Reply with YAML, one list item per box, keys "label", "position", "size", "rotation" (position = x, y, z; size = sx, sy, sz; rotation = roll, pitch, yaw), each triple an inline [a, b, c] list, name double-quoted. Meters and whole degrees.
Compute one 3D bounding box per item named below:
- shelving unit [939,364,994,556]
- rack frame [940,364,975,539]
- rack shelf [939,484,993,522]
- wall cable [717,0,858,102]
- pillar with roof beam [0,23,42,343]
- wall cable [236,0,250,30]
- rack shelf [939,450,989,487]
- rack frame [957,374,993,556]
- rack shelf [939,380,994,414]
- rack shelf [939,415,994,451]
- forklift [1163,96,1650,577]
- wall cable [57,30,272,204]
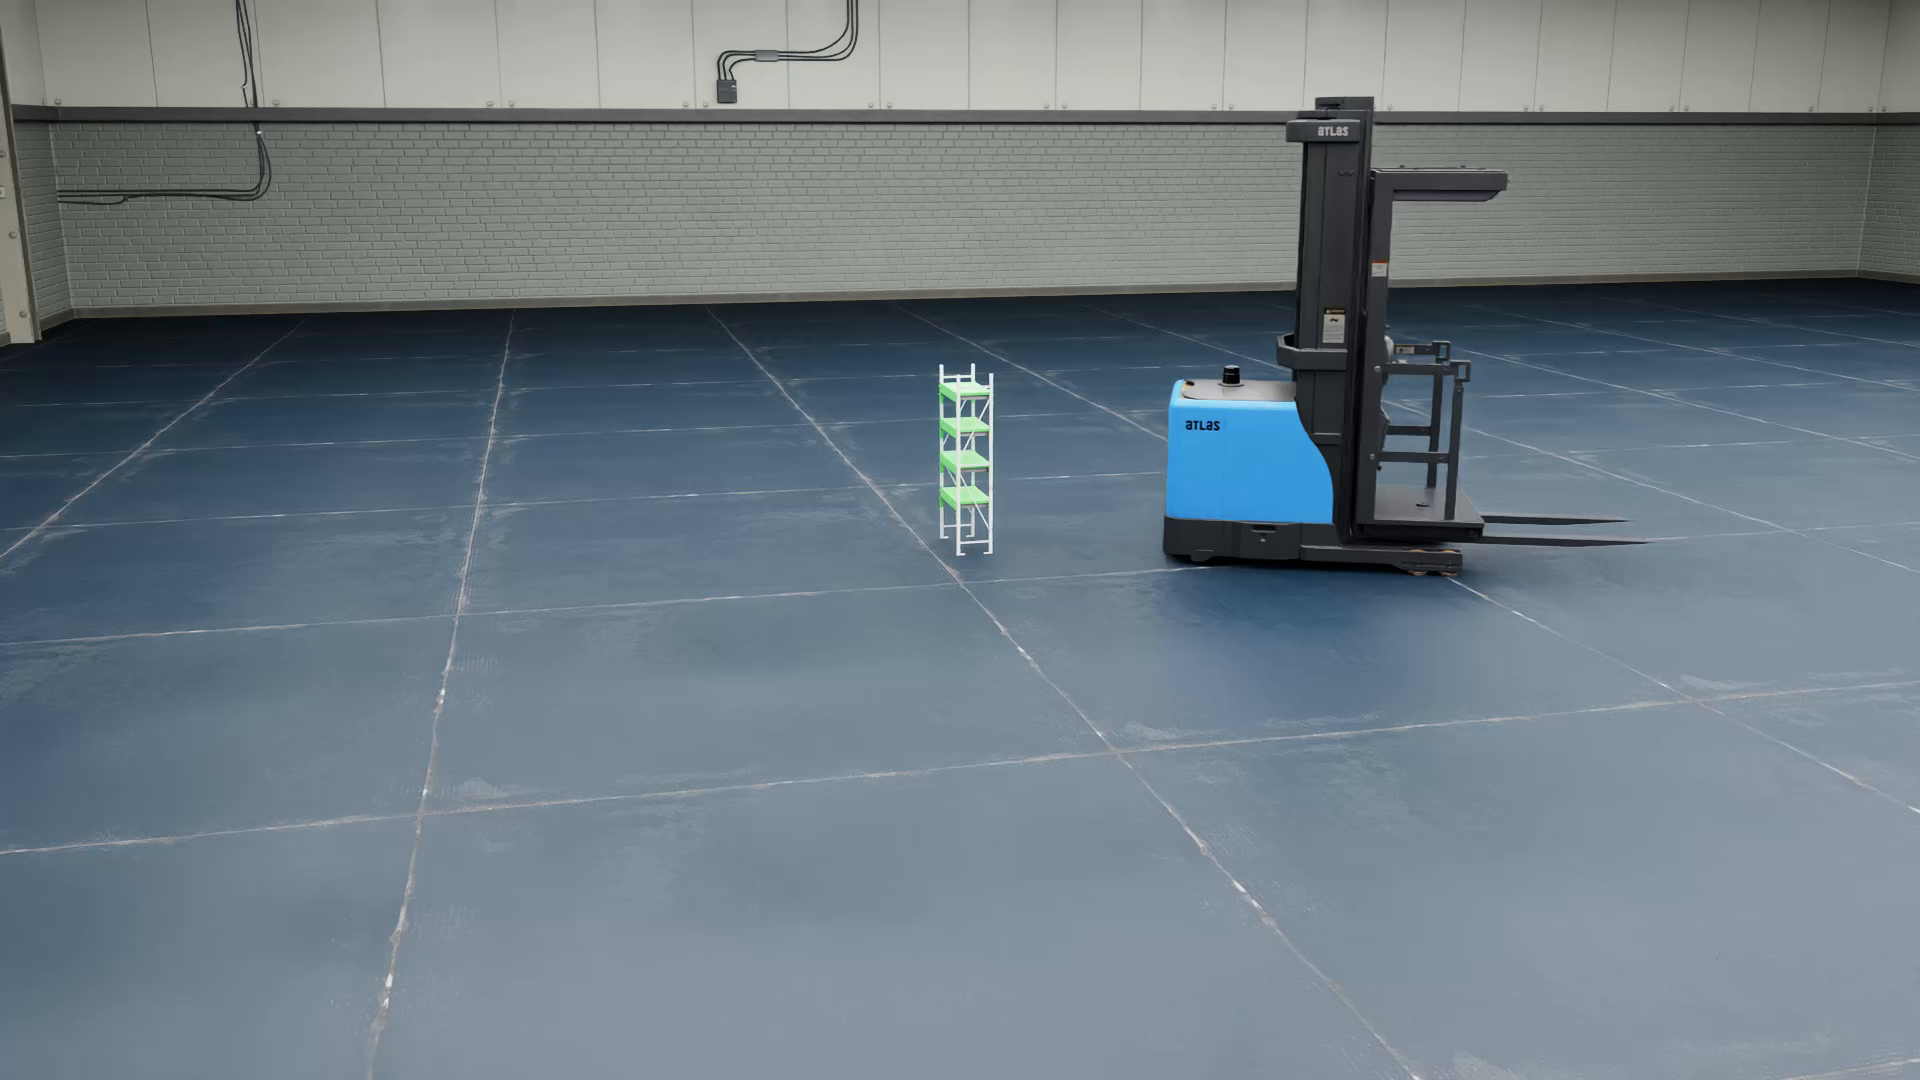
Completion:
- label: "shelving unit"
  position: [0.039, -0.545, 11.128]
  size: [0.258, 1.200, 0.503]
  rotation: [-3, 14, -13]
- label: "rack frame"
  position: [-0.018, -0.601, 11.359]
  size: [0.240, 1.200, 0.015]
  rotation: [-3, 14, -13]
- label: "rack shelf"
  position: [0.039, -0.249, 11.200]
  size: [0.258, 0.148, 0.480]
  rotation: [-3, 14, -13]
- label: "wall cable"
  position: [-2.750, -9.976, 26.132]
  size: [2.305, 6.003, 0.169]
  rotation: [-3, 14, -13]
- label: "pillar with roof beam"
  position: [-8.391, -7.285, 22.283]
  size: [9.100, 9.000, 0.400]
  rotation: [-3, 14, -13]
- label: "wall cable"
  position: [-9.352, -8.894, 24.771]
  size: [3.097, 2.526, 0.112]
  rotation: [-3, 14, -13]
- label: "rack shelf"
  position: [0.039, -0.483, 11.144]
  size: [0.258, 0.148, 0.480]
  rotation: [-3, 14, -13]
- label: "rack frame"
  position: [0.096, -0.488, 10.898]
  size: [0.240, 1.200, 0.015]
  rotation: [-3, 14, -13]
- label: "rack shelf"
  position: [0.039, -0.949, 11.030]
  size: [0.258, 0.148, 0.480]
  rotation: [-3, 14, -13]
- label: "rack shelf"
  position: [0.039, -0.716, 11.087]
  size: [0.258, 0.148, 0.480]
  rotation: [-3, 14, -13]
- label: "forklift"
  position: [2.886, -1.328, 10.688]
  size: [3.031, 2.935, 1.130]
  rotation: [2, 14, 9]
- label: "wall cable"
  position: [-11.982, -6.290, 24.753]
  size: [3.097, 2.526, 0.112]
  rotation: [-3, 14, -13]
